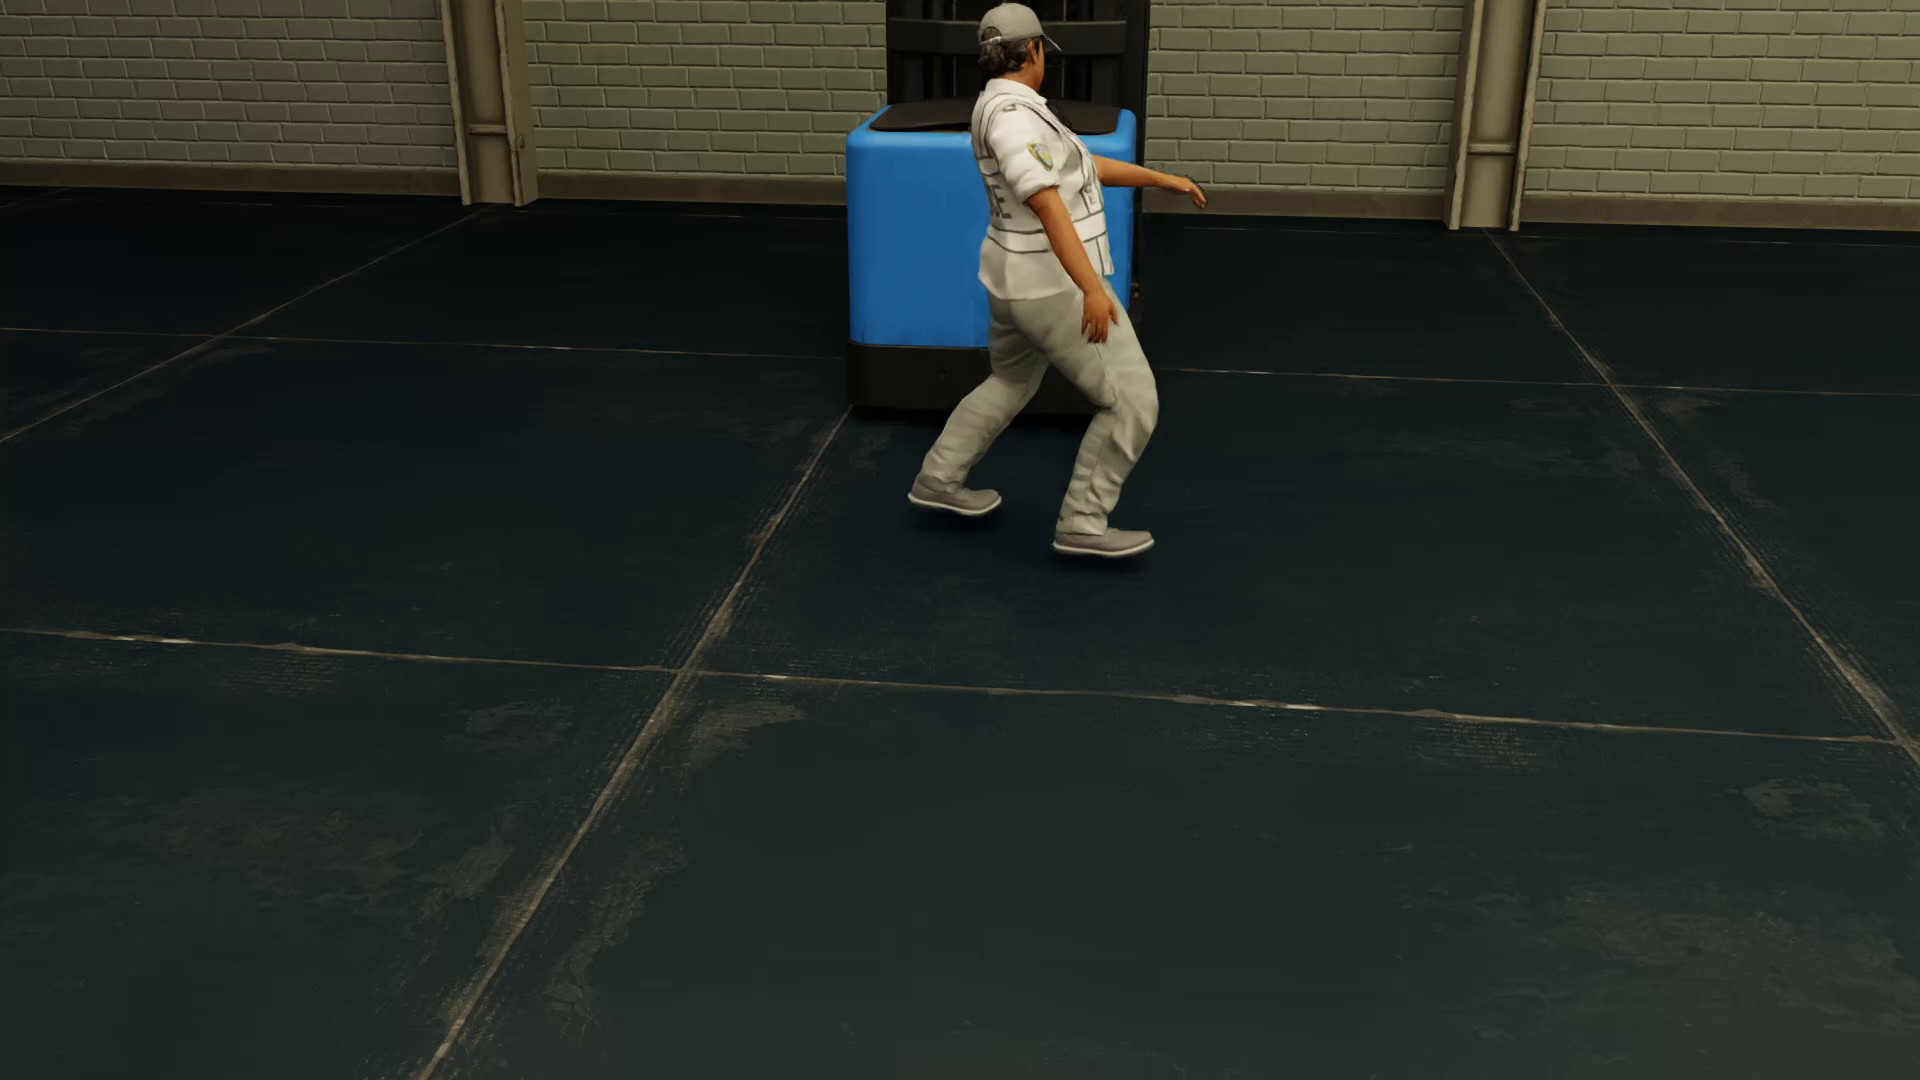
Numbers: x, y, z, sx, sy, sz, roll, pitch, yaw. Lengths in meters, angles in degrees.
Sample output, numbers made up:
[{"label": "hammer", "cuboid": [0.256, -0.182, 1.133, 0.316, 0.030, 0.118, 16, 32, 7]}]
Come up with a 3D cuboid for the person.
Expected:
[{"label": "person", "cuboid": [0.313, -0.739, 4.824, 0.825, 1.544, 0.731, -6, 23, -15]}]

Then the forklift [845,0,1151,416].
[{"label": "forklift", "cuboid": [0.268, -2.330, 7.039, 1.130, 2.935, 3.031, 3, 22, 6]}]
